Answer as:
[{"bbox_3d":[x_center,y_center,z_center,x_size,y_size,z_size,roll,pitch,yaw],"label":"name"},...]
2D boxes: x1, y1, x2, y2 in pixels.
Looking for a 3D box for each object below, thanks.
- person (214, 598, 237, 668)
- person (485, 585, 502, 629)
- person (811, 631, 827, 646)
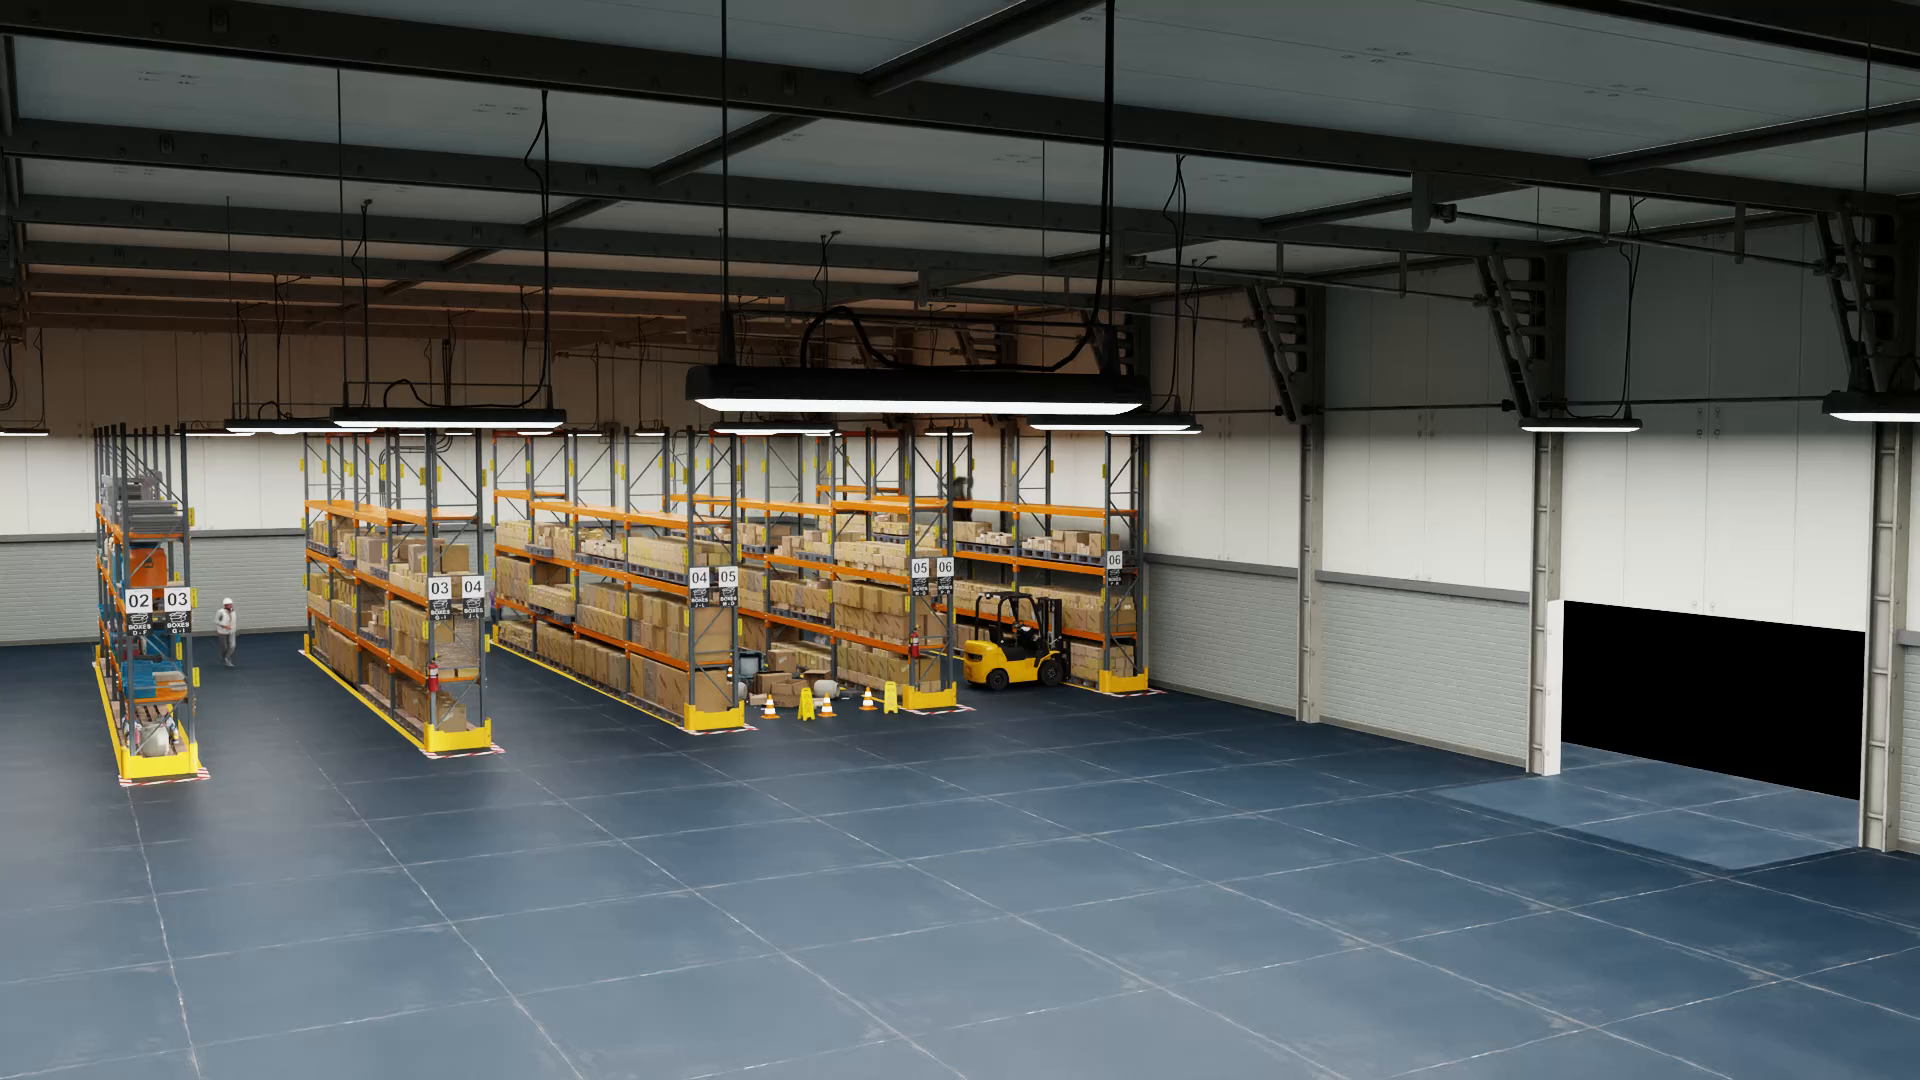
[{"bbox_3d":[-18.452,2.313,41.782,0.641,1.740,0.853,-3,5,-44],"label":"person"},{"bbox_3d":[-13.745,2.016,49.102,0.578,1.440,0.873,0,3,-2],"label":"person"},{"bbox_3d":[-3.798,2.289,44.246,0.686,1.568,0.526,0,3,0],"label":"person"}]
